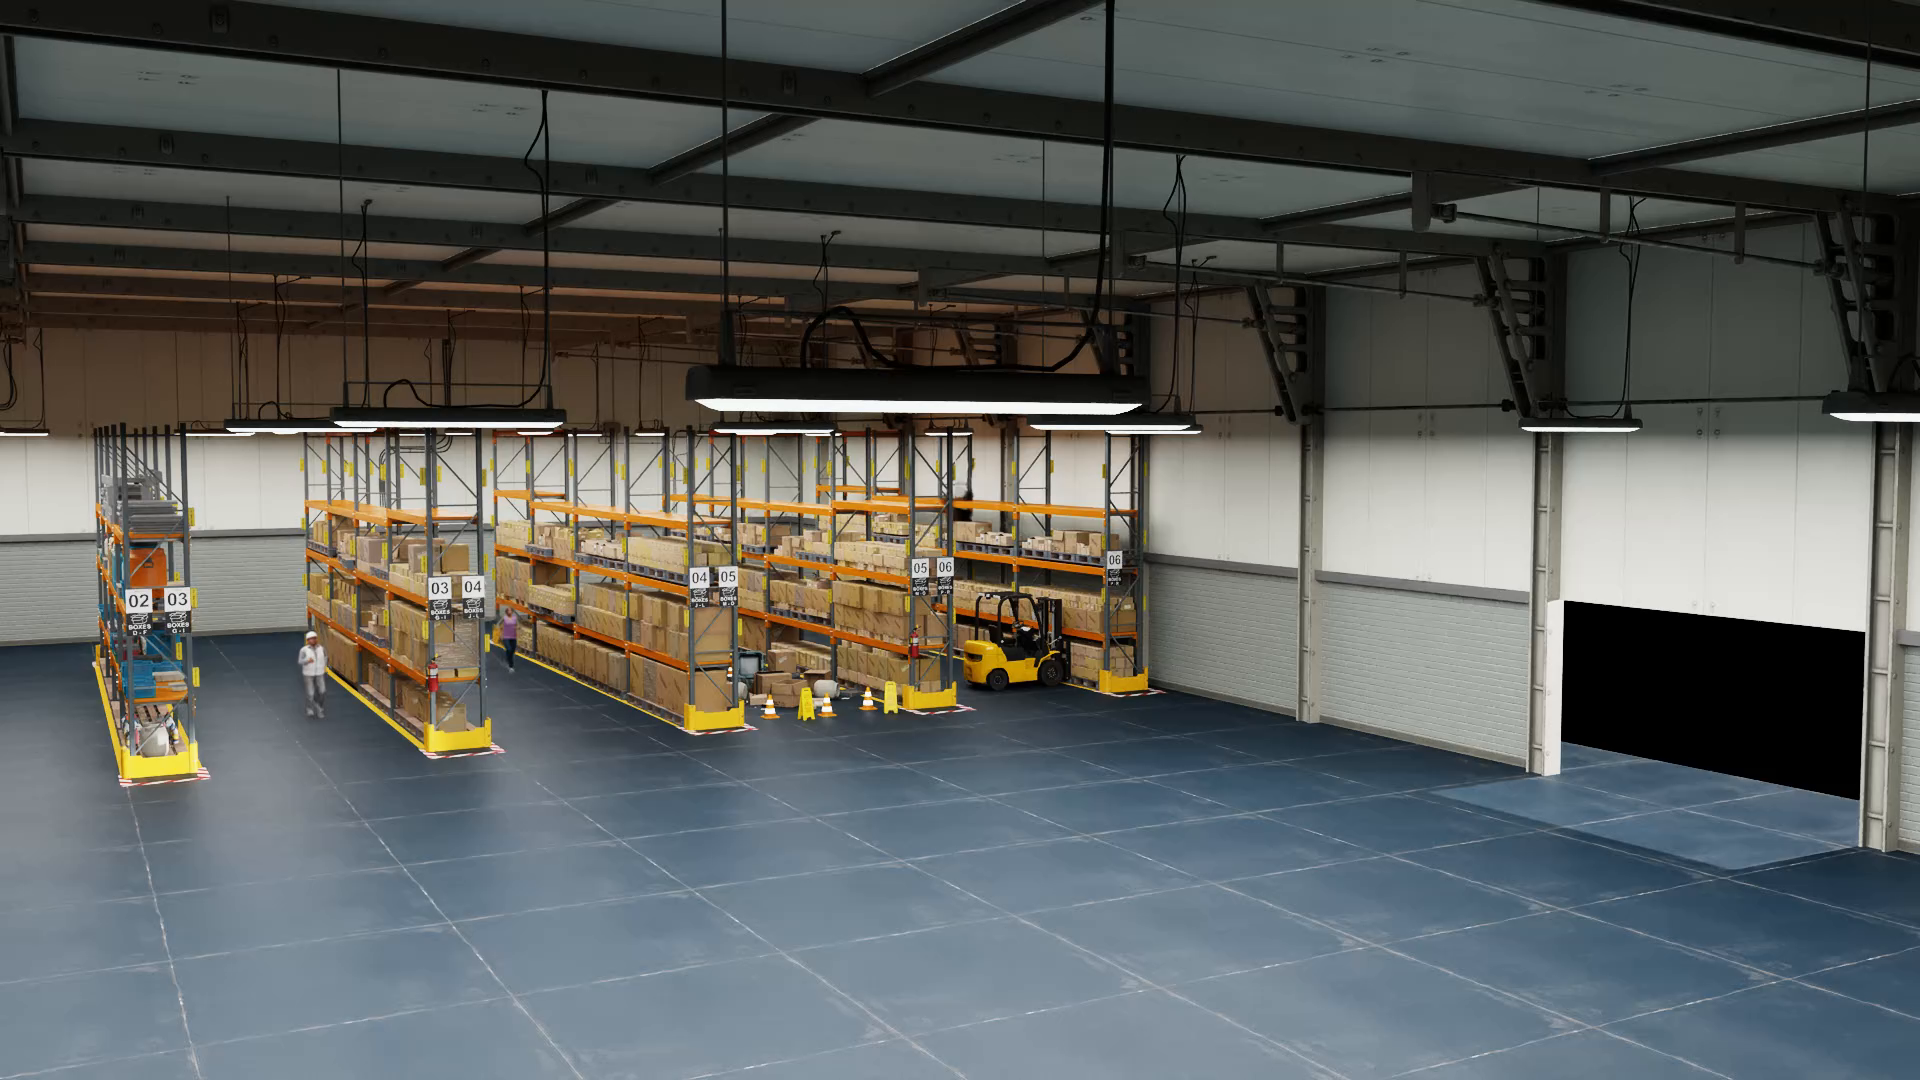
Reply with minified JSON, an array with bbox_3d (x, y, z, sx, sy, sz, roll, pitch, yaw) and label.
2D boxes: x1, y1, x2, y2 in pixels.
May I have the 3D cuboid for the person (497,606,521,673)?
[{"bbox_3d":[-11.067,2.428,40.873,0.531,1.593,0.878,-2,4,-32],"label":"person"}]

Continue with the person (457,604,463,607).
[{"bbox_3d":[-13.861,2.106,45.654,0.753,1.710,0.640,-1,4,-21],"label":"person"}]

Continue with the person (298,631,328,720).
[{"bbox_3d":[-13.224,2.782,34.059,0.637,1.817,0.711,-2,4,-33],"label":"person"}]
